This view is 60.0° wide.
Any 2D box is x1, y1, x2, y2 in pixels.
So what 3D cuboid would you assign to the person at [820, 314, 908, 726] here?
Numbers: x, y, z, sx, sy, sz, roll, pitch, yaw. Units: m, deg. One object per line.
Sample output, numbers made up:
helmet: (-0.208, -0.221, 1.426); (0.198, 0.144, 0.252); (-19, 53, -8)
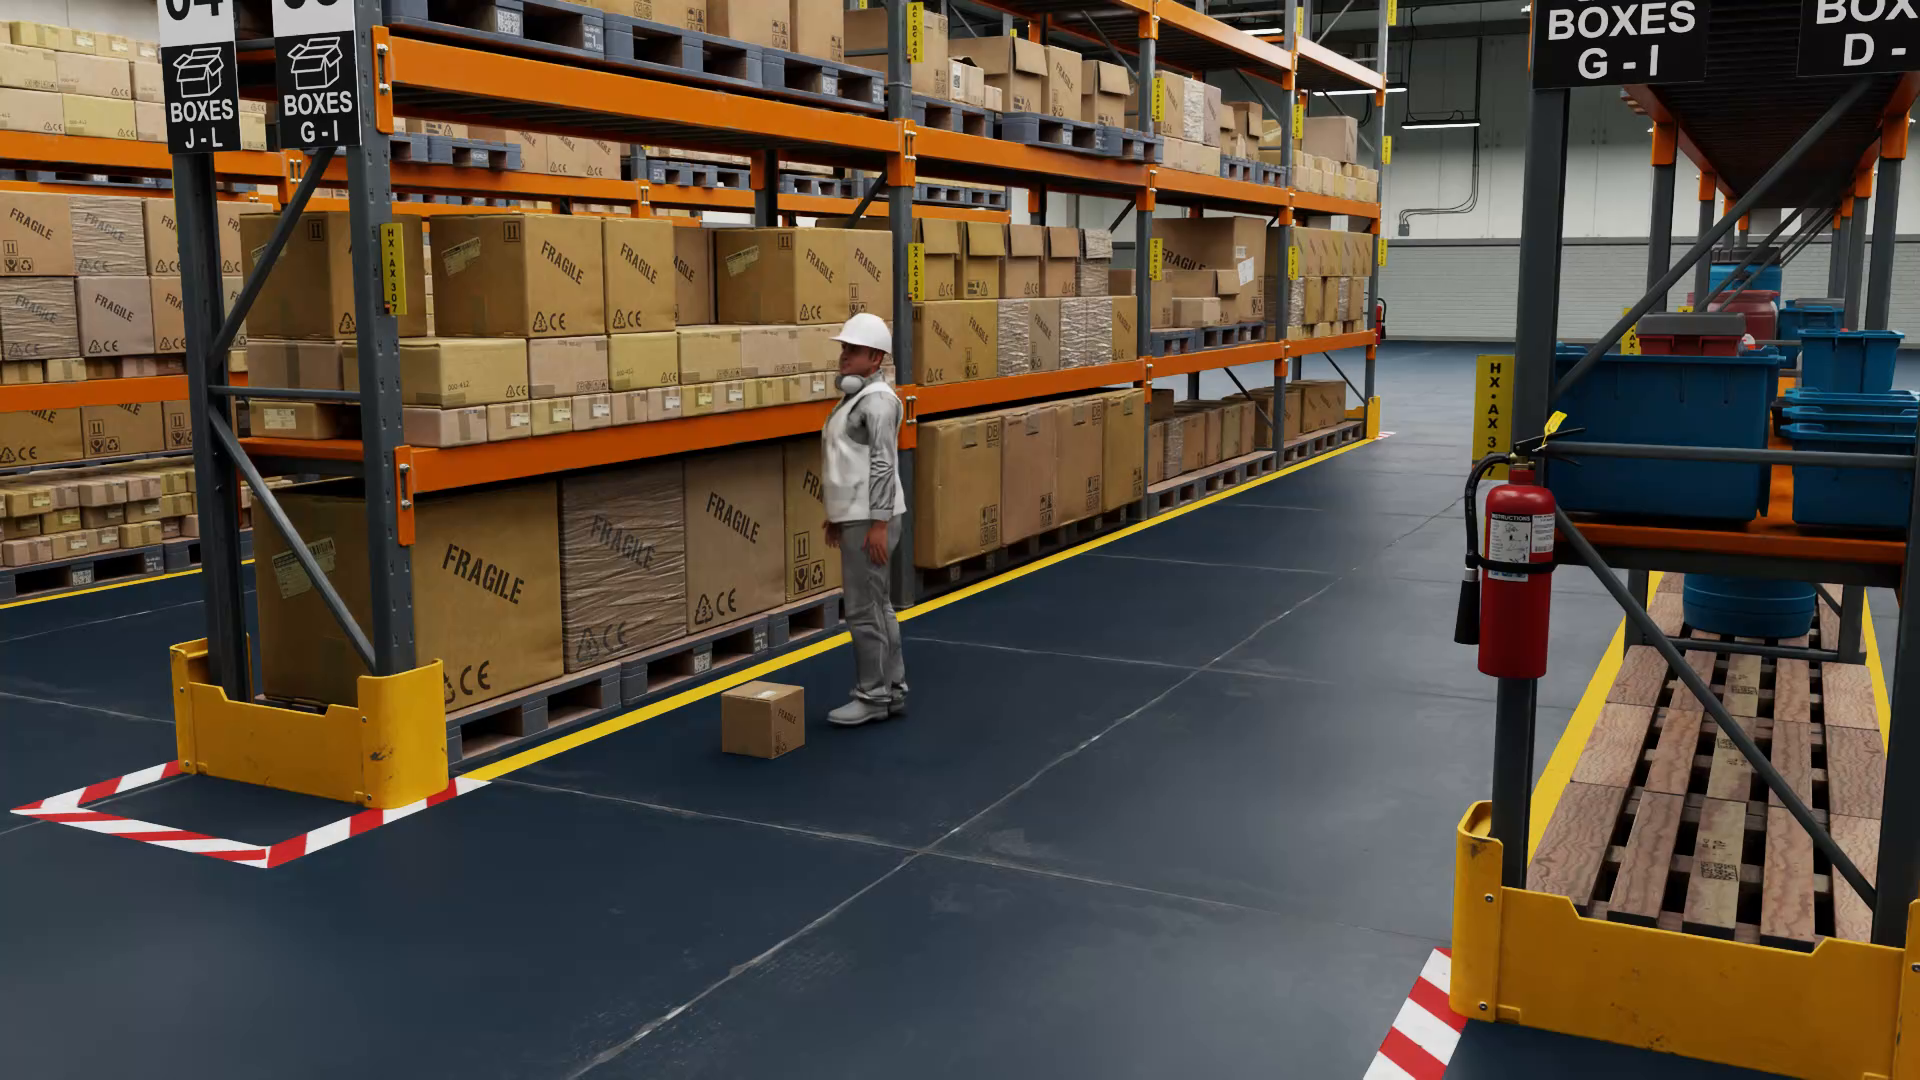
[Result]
person: (-0.422, -0.098, 7.301); (0.382, 1.776, 0.558); (-2, 9, -10)
